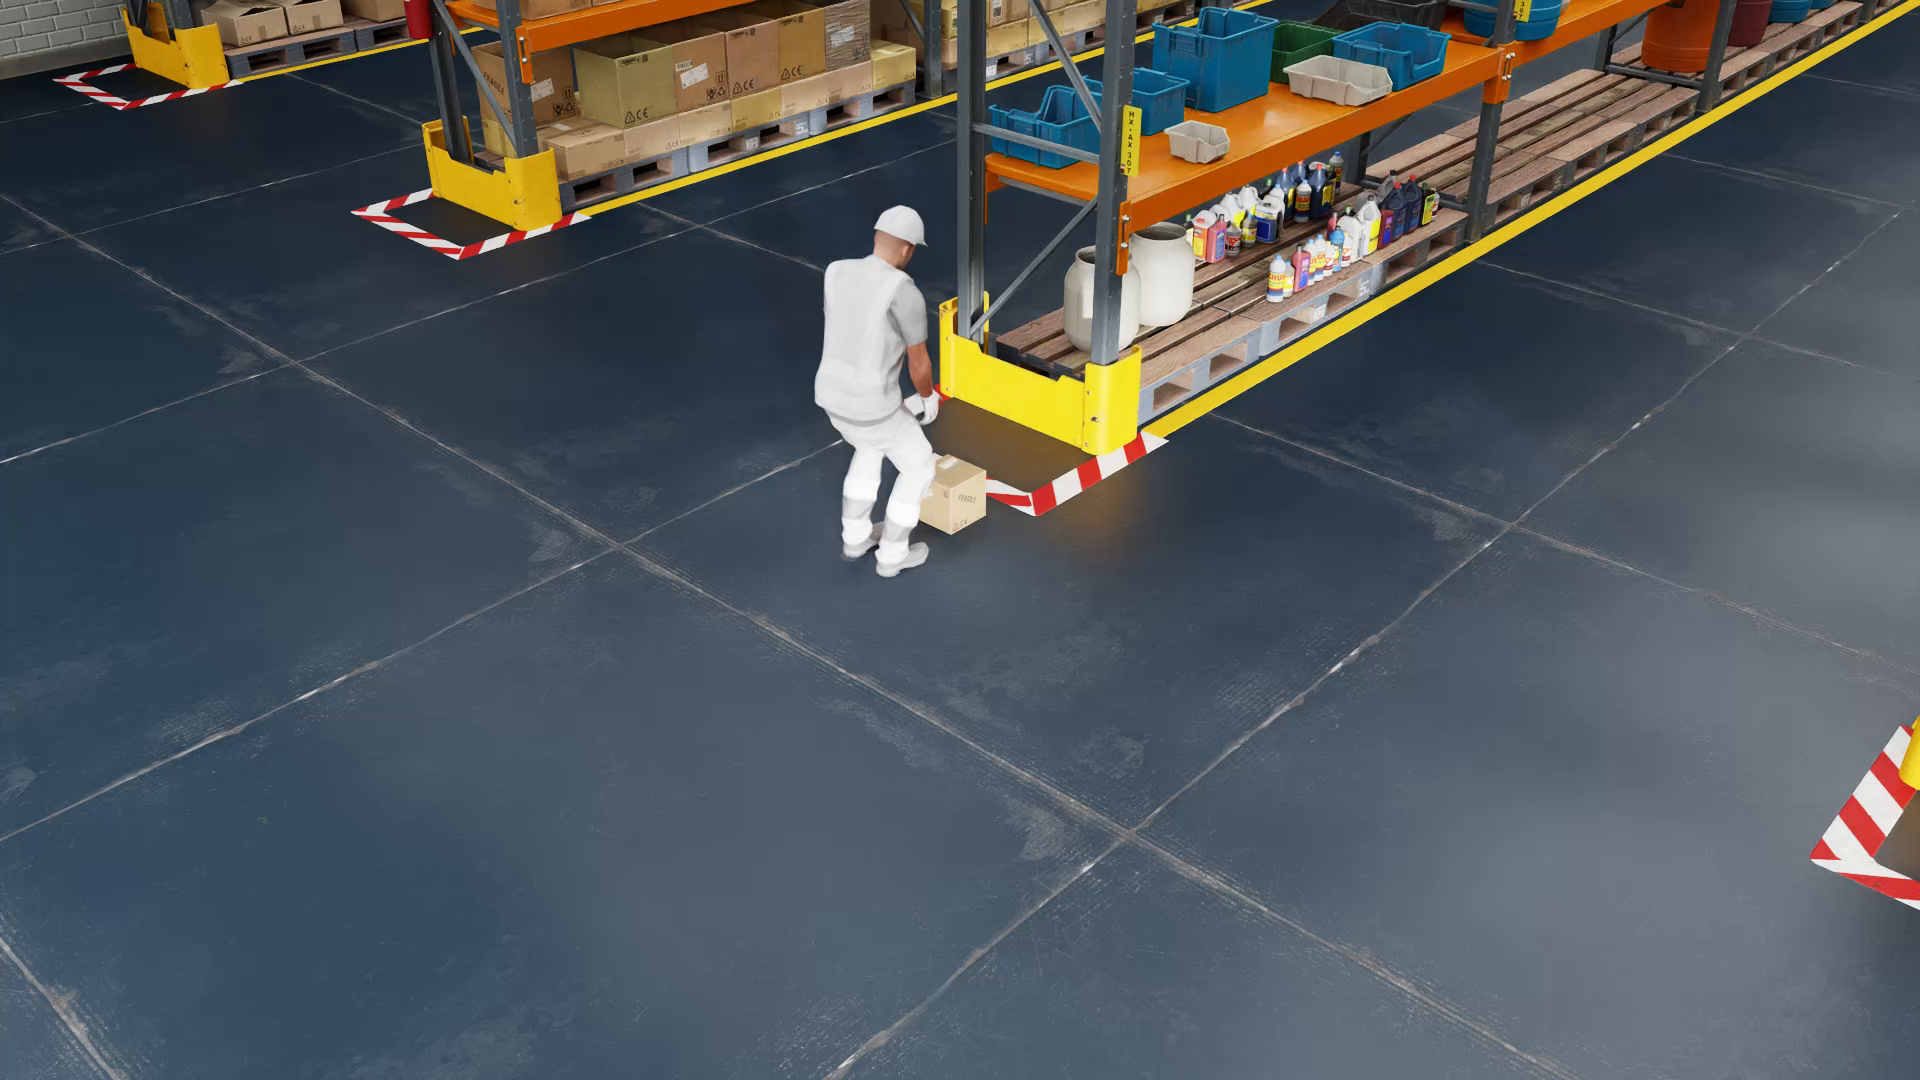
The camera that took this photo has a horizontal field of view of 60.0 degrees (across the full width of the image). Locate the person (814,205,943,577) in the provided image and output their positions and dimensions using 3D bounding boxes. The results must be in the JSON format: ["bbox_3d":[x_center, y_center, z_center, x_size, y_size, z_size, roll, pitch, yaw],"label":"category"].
[{"bbox_3d":[-0.365,-0.653,7.354,0.568,1.627,0.602,26,40,36],"label":"person"}]
